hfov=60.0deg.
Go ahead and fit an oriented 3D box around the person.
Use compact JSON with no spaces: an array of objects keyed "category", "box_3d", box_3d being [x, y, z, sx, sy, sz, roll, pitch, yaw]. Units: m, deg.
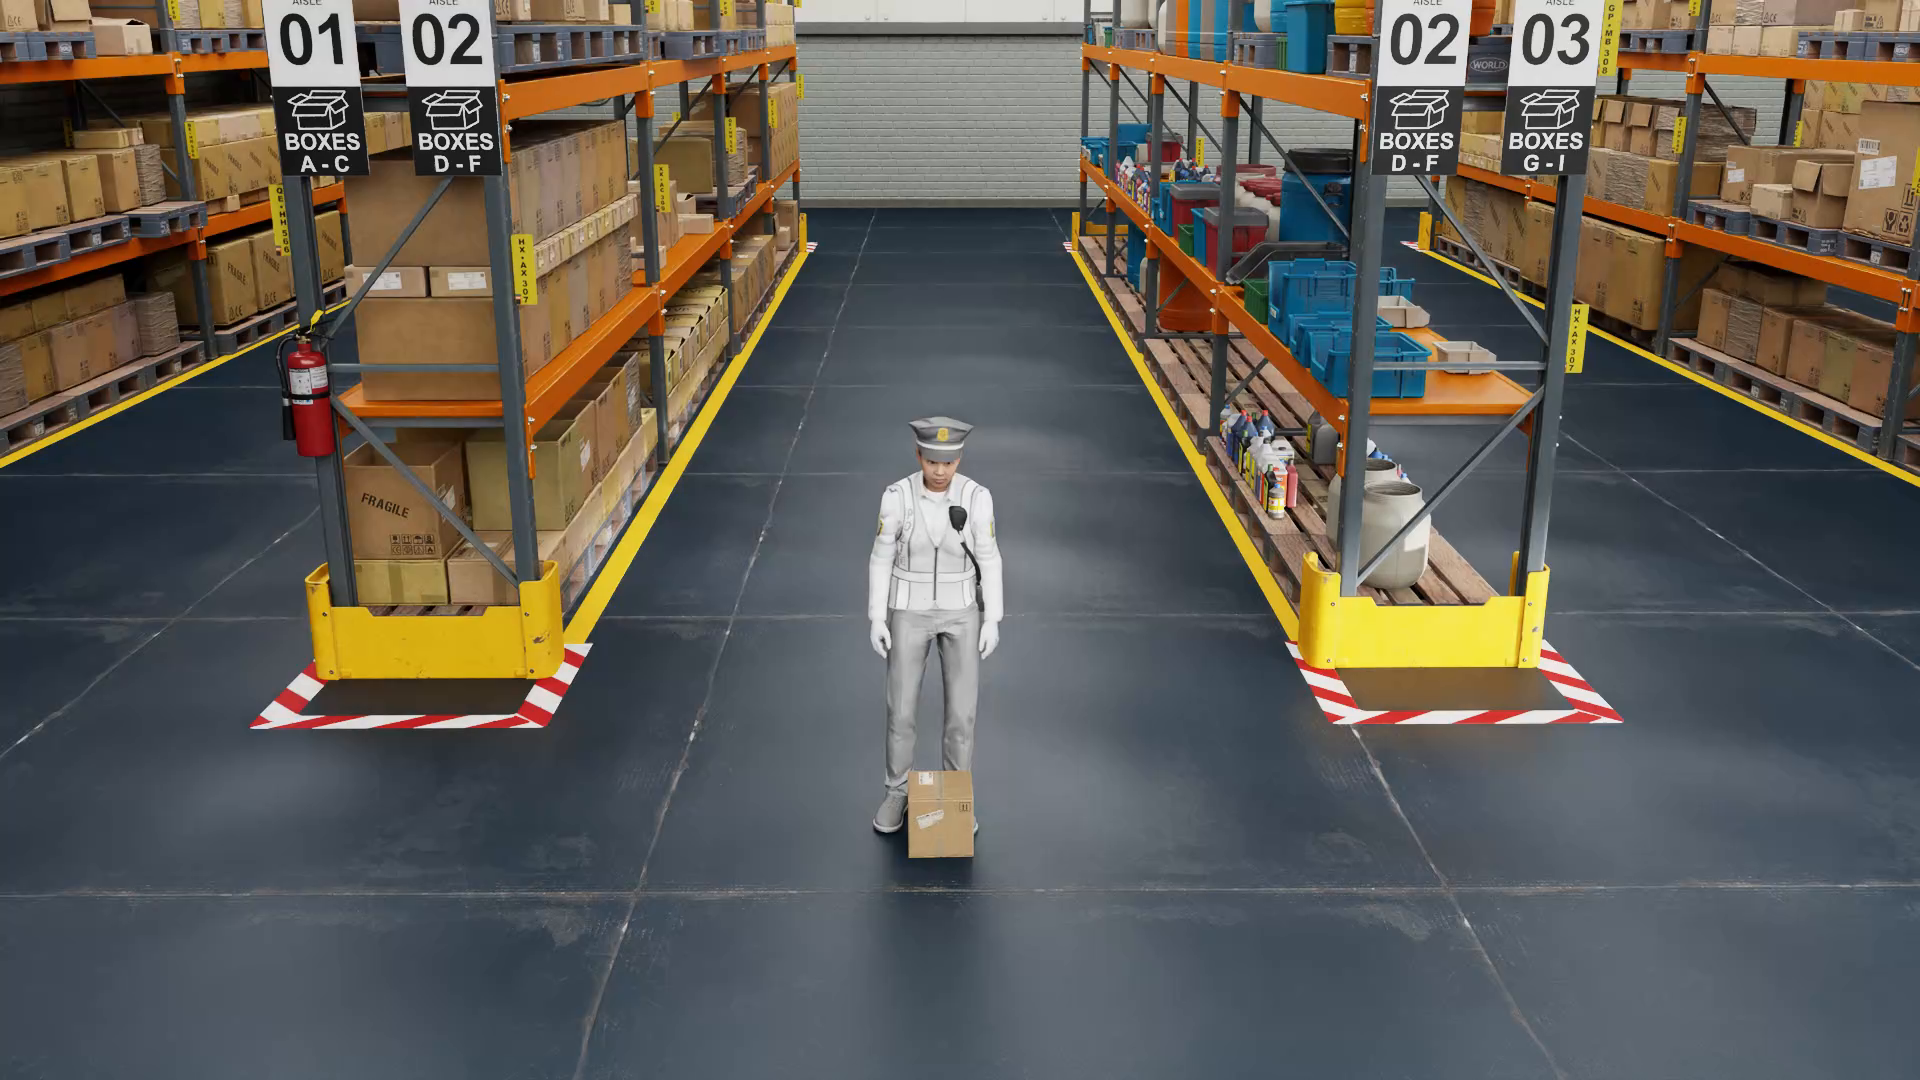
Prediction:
[{"category":"person","box_3d":[-0.096,0.326,6.489,0.525,1.663,0.410,0,17,-1]}]
